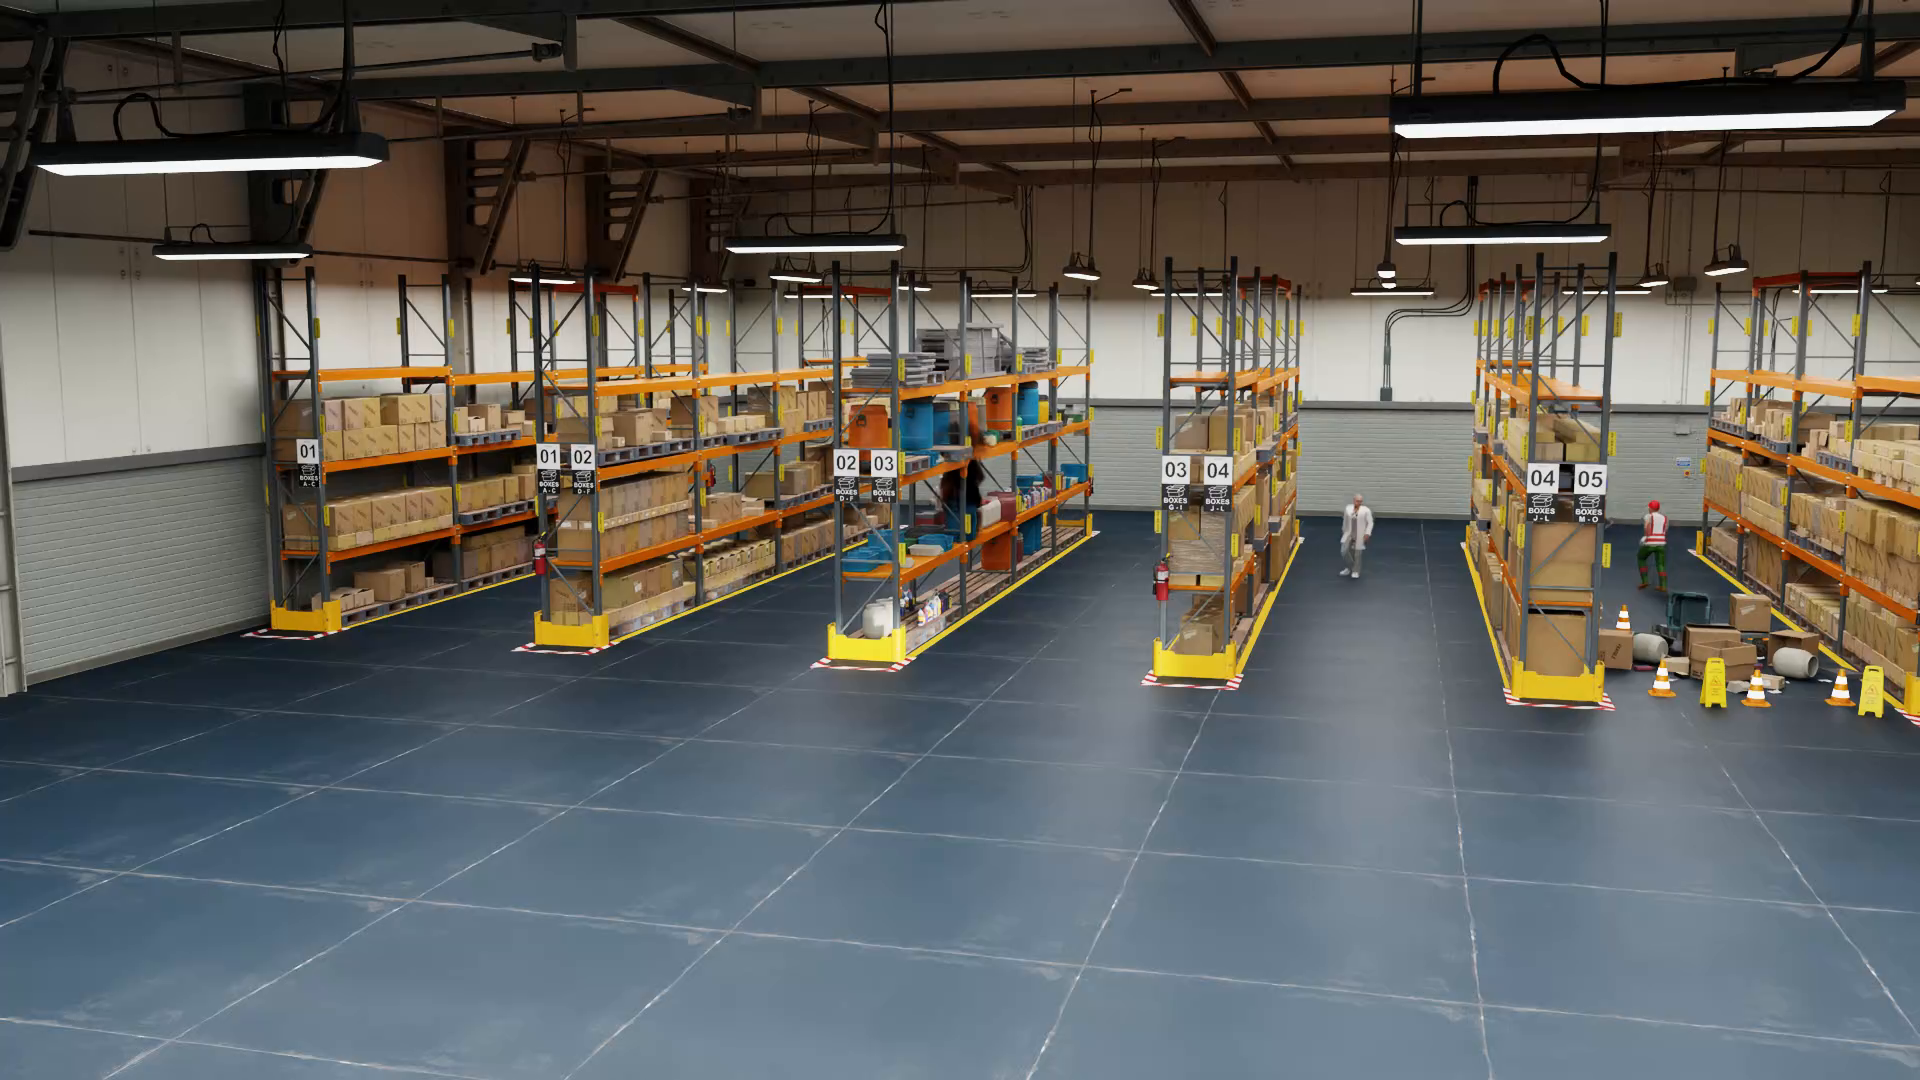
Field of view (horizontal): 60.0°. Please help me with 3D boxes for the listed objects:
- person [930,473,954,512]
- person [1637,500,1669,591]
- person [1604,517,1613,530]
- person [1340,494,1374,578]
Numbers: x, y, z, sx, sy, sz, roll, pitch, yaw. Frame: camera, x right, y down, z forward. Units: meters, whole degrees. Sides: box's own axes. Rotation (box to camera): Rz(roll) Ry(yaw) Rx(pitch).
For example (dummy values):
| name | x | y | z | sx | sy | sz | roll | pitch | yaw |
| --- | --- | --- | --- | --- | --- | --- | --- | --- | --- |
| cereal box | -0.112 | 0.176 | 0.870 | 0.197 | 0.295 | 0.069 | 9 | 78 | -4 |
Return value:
| name | x | y | z | sx | sy | sz | roll | pitch | yaw |
| --- | --- | --- | --- | --- | --- | --- | --- | --- | --- |
| person | -0.354 | -0.604 | 37.329 | 0.616 | 1.825 | 0.834 | 2 | 8 | 18 |
| person | 13.236 | 0.060 | 31.699 | 0.619 | 1.616 | 0.969 | 0 | 7 | 1 |
| person | 15.517 | -0.911 | 40.348 | 0.687 | 1.659 | 0.586 | 0 | 7 | -2 |
| person | 7.920 | -0.074 | 33.228 | 0.702 | 1.728 | 0.737 | 4 | 8 | 26 |
